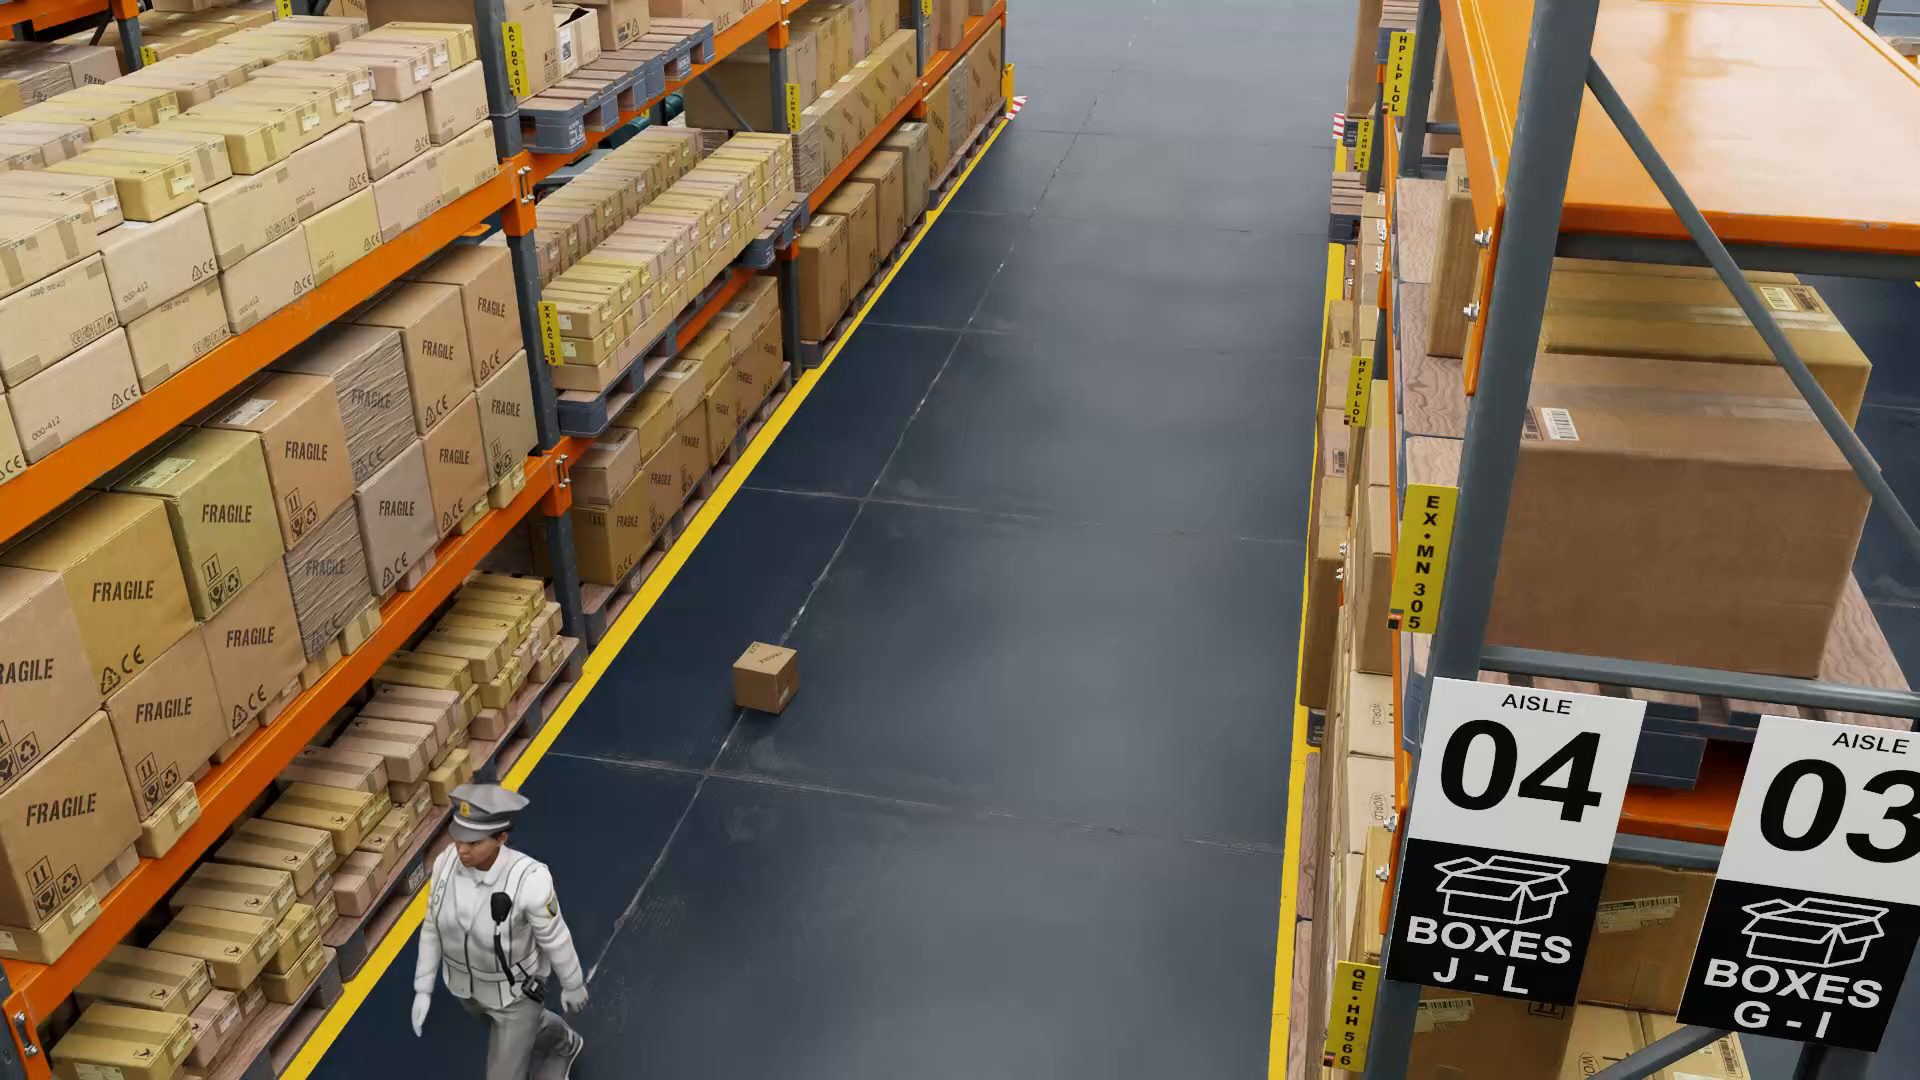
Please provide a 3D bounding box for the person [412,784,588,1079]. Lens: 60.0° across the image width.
[{"bbox_3d":[-1.631,1.556,5.768,0.521,1.632,1.012,12,31,20],"label":"person"}]
